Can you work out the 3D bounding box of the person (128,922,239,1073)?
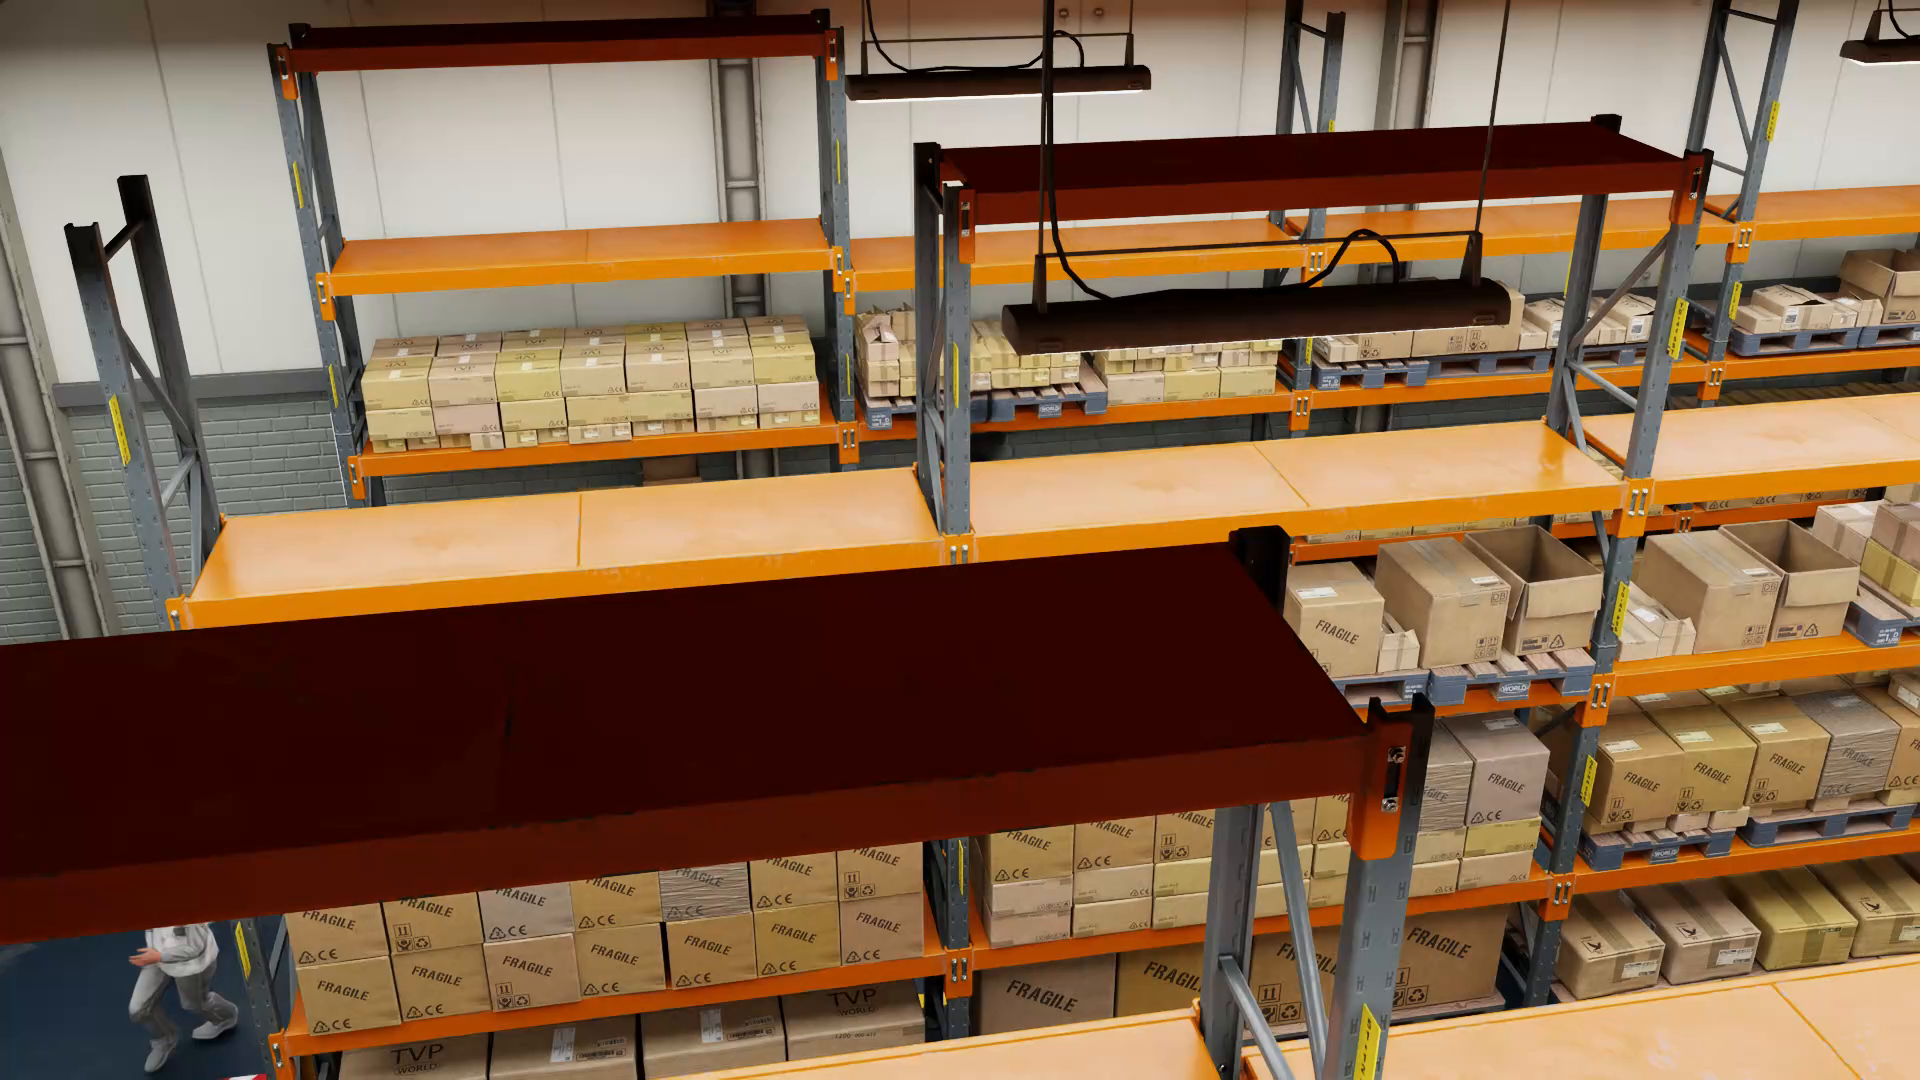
[{"bbox_3d":[-5.010,2.691,10.706,0.641,1.732,0.700,16,30,29],"label":"person"}]
